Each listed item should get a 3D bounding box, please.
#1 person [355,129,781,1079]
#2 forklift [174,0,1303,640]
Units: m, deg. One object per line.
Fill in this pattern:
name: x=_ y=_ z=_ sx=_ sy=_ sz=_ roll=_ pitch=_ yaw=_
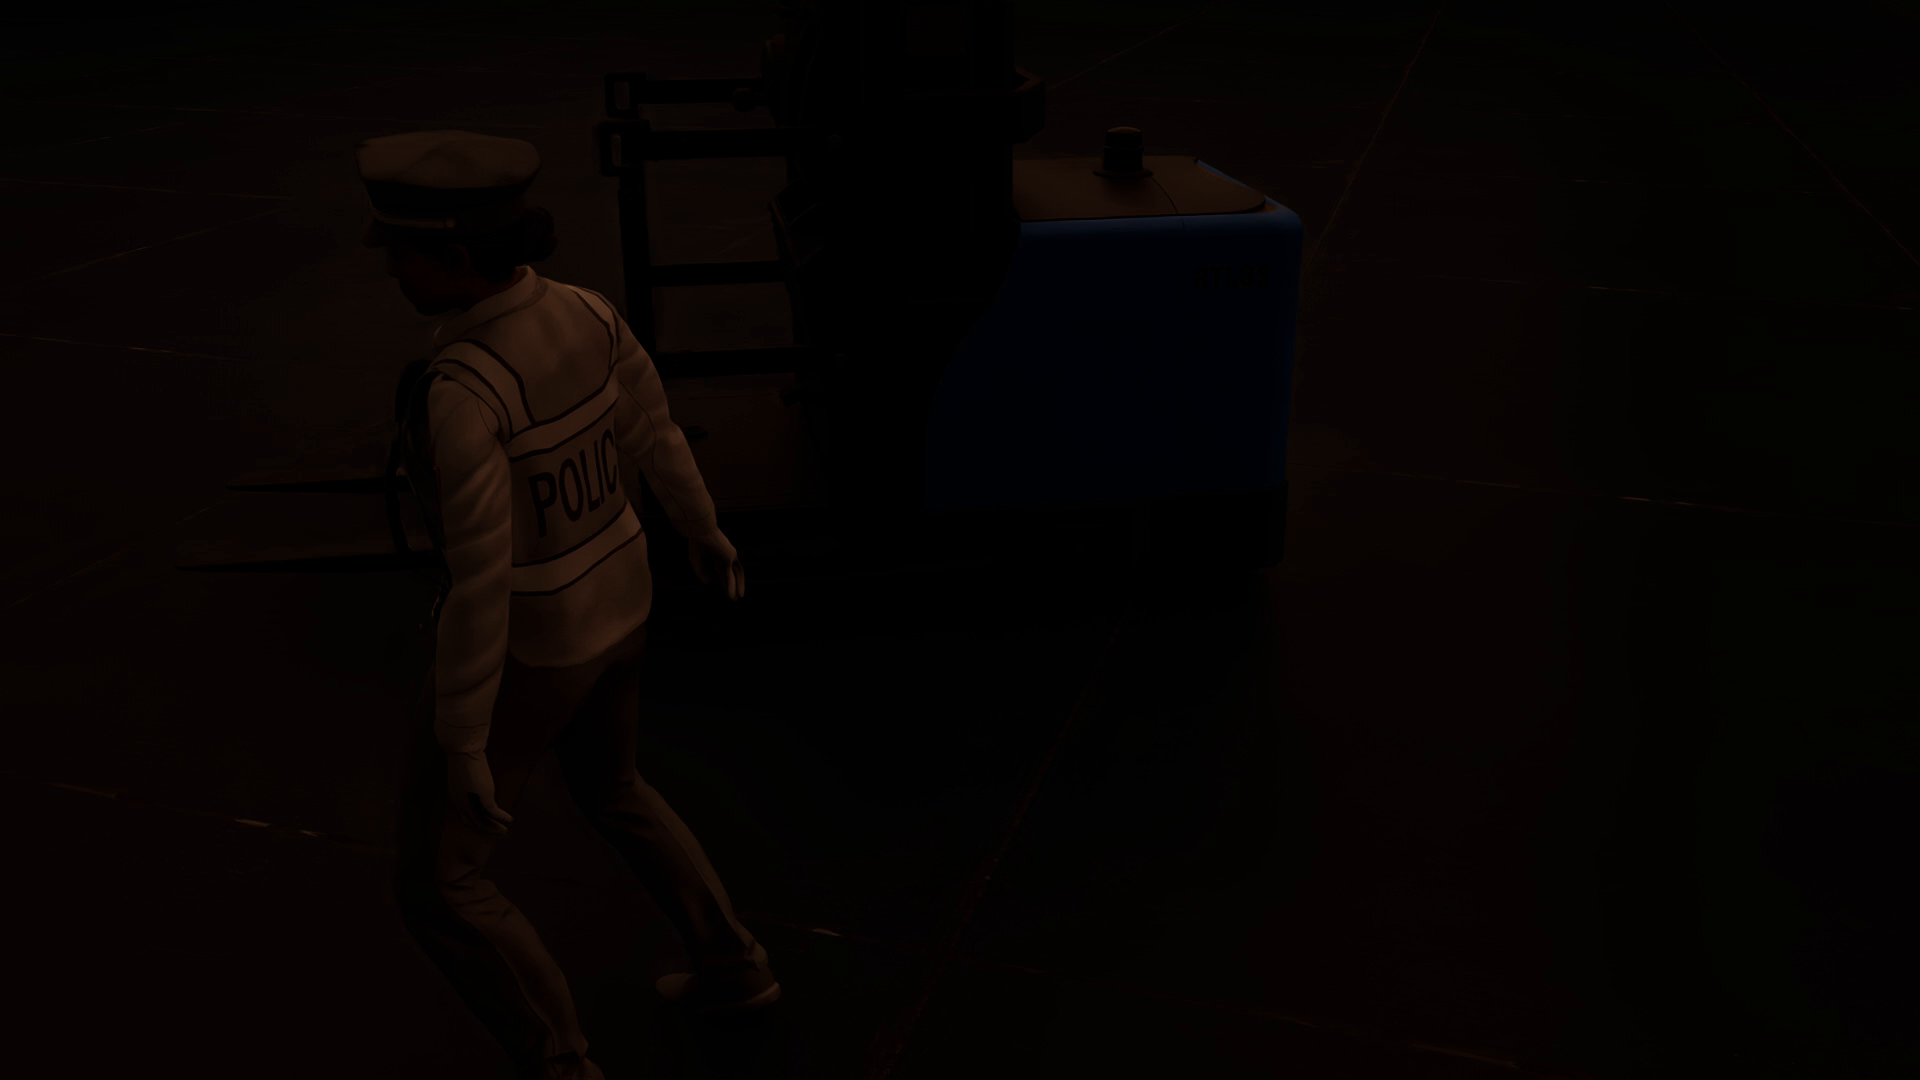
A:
person: x=-0.586 y=0.166 z=2.690 sx=0.461 sy=1.637 sz=0.795 roll=9 pitch=24 yaw=20
forklift: x=-0.633 y=-1.306 z=4.442 sx=3.031 sy=2.935 sz=1.130 roll=-4 pitch=23 yaw=-10
